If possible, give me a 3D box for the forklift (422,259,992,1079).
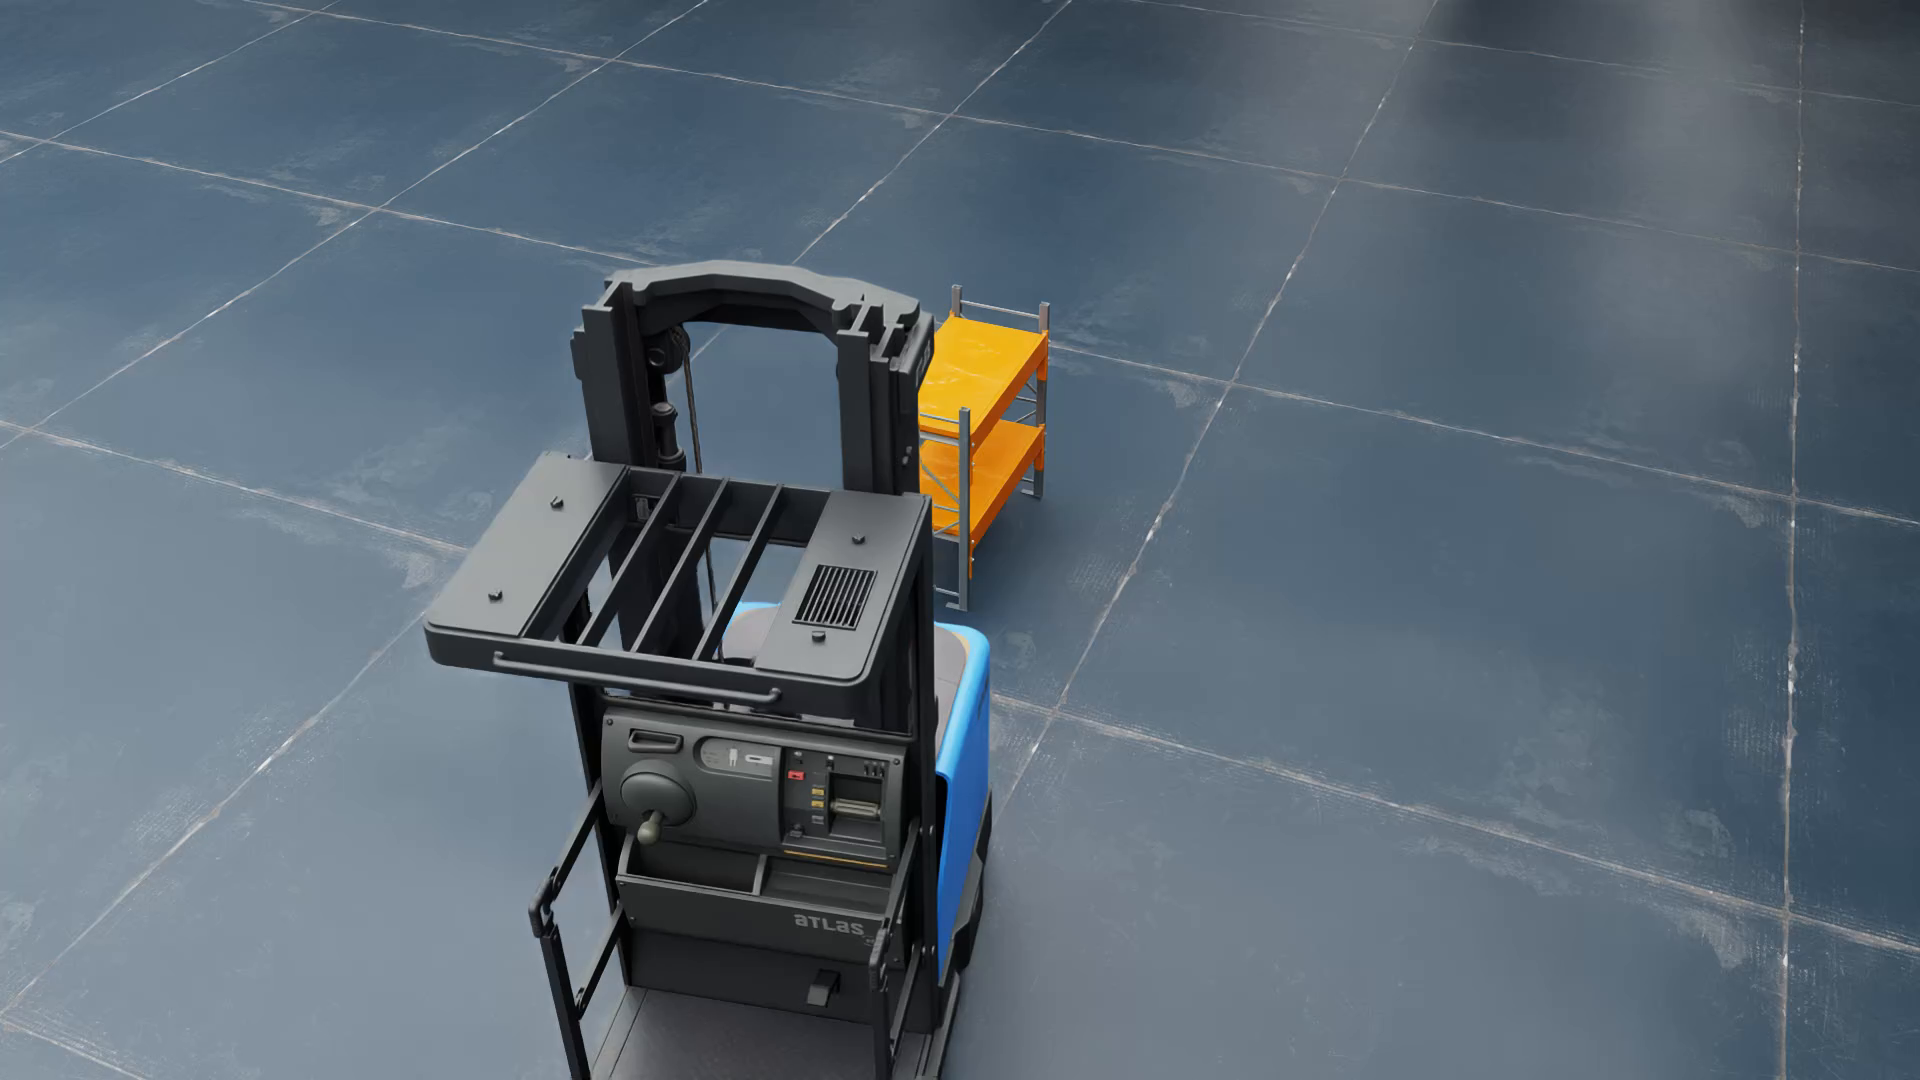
[{"bbox_3d":[-0.662,0.821,4.805,1.130,2.935,3.031,7,37,9],"label":"forklift"}]

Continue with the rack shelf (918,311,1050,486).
[{"bbox_3d":[0.003,-0.689,7.845,0.538,0.278,1.000,14,39,18],"label":"rack shelf"}]

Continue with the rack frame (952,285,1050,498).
[{"bbox_3d":[0.196,-0.736,8.396,0.500,1.125,0.032,14,39,18],"label":"rack frame"}]

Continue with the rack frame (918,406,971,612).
[{"bbox_3d":[-0.191,-0.173,7.643,0.500,1.125,0.032,14,39,18],"label":"rack frame"}]

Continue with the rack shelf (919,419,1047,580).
[{"bbox_3d":[0.003,-0.258,8.166,0.538,0.278,1.000,14,39,18],"label":"rack shelf"}]

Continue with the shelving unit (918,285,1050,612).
[{"bbox_3d":[0.003,-0.454,8.020,0.538,1.125,1.048,14,39,18],"label":"shelving unit"}]
